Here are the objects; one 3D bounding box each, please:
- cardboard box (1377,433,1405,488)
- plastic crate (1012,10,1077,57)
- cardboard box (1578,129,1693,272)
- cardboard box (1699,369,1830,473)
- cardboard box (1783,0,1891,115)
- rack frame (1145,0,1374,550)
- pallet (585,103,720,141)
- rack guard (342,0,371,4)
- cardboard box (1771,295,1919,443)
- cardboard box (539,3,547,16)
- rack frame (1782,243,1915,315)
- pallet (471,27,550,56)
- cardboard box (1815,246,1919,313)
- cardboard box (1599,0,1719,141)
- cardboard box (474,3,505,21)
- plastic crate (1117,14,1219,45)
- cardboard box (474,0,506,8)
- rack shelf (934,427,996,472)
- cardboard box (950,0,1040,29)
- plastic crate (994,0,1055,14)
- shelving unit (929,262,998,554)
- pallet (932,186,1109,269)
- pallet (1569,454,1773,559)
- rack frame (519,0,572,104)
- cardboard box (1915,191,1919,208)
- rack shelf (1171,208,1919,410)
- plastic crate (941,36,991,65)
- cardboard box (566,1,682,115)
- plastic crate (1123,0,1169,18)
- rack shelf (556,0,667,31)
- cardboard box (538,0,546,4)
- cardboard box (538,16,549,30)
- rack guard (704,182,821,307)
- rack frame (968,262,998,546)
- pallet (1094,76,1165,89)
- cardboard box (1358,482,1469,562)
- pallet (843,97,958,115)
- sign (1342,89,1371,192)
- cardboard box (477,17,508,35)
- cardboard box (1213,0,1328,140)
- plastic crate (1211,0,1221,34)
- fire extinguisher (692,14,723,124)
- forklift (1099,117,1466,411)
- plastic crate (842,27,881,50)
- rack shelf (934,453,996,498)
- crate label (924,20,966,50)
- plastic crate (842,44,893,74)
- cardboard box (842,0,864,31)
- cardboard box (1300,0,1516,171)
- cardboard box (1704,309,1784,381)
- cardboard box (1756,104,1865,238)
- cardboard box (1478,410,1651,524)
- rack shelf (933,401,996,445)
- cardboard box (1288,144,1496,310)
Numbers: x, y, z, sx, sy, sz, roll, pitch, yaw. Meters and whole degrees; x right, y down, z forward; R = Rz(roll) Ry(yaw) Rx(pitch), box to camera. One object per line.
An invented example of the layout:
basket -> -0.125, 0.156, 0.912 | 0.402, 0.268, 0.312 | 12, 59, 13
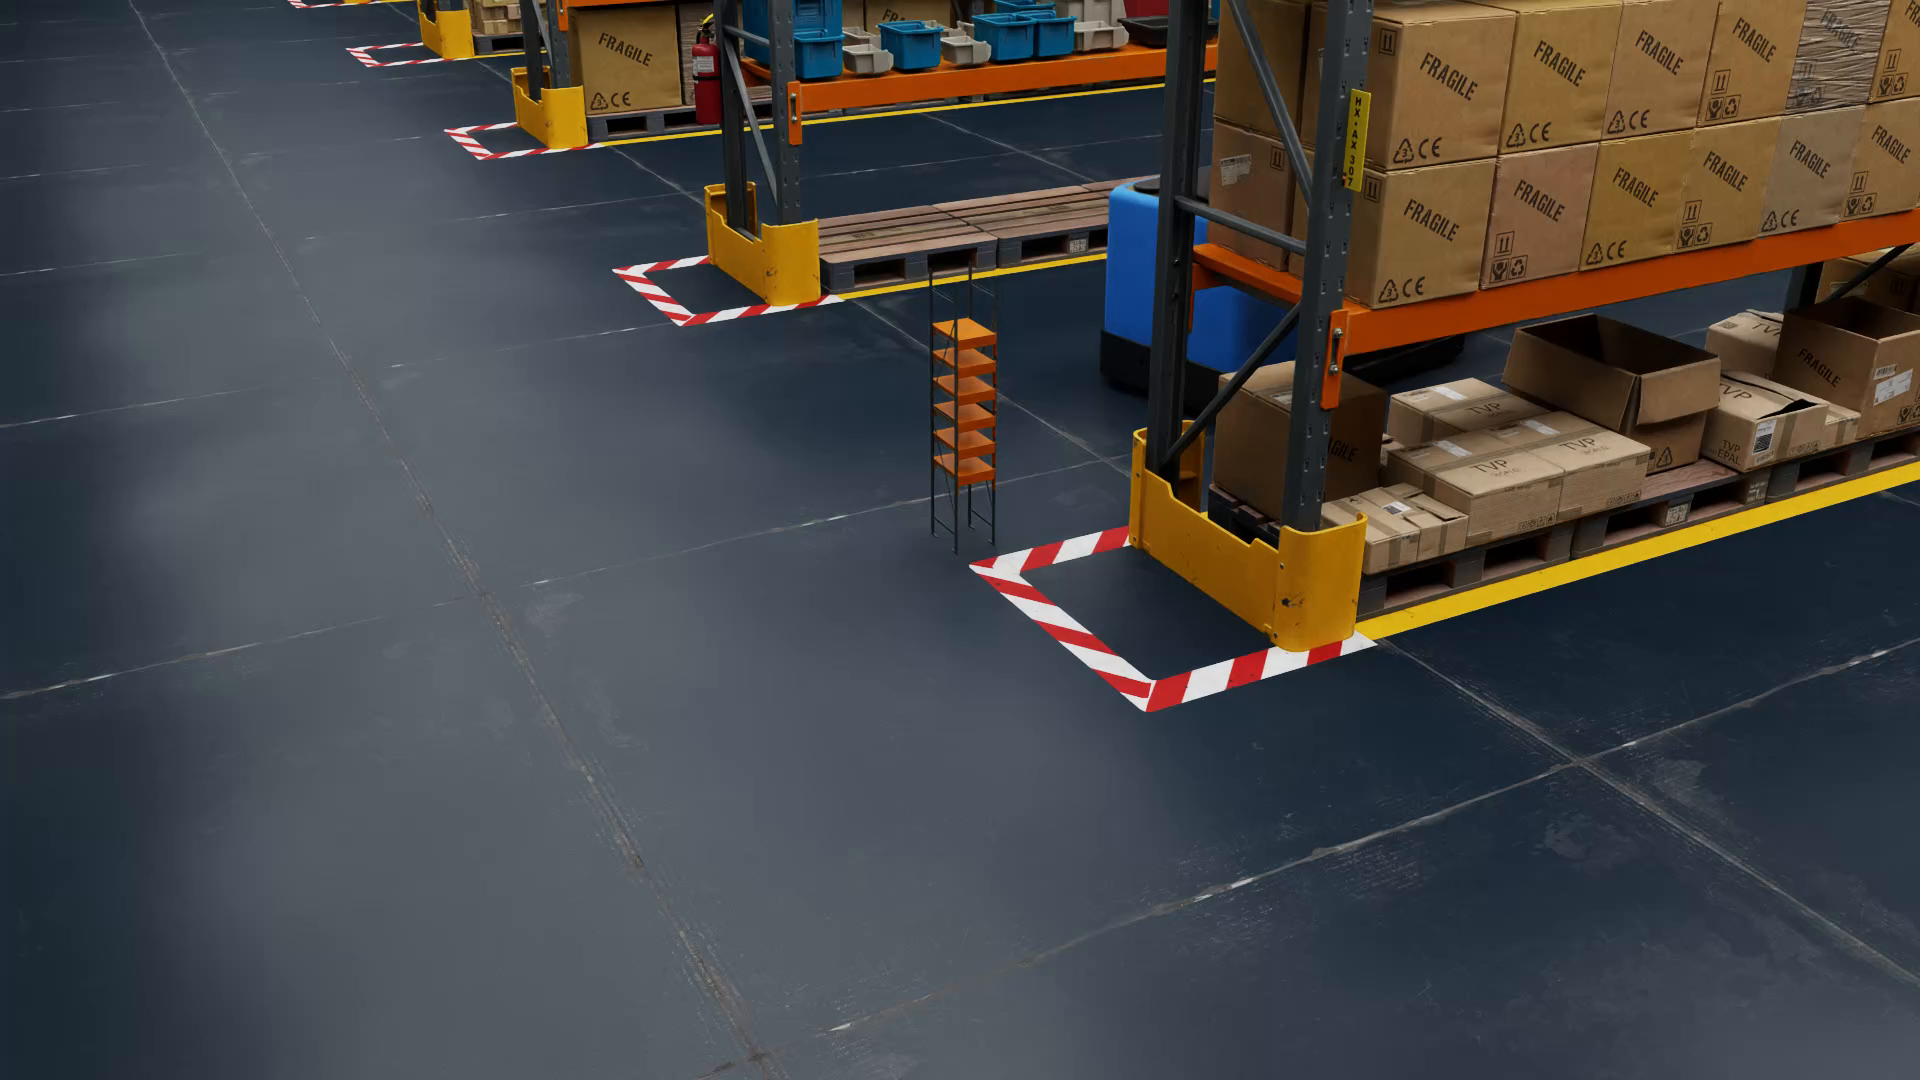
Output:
cardboard box -> 1.833, -0.329, 7.235 | 0.250, 0.166, 0.380 | -13, 29, -25
plastic crate -> 0.541, -3.253, 10.684 | 0.300, 0.233, 0.416 | -13, 29, -25
cardboard box -> 2.482, -1.398, 6.581 | 0.500, 0.500, 0.500 | -13, 29, -25
cardboard box -> 3.568, -0.579, 7.588 | 0.500, 0.311, 0.500 | -13, 29, -25
cardboard box -> 3.379, -2.056, 6.795 | 0.500, 0.500, 0.500 | -13, 28, -25
rack frame -> 1.069, -1.155, 6.190 | 0.127, 3.000, 1.000 | -13, 29, -25
pallet -> -2.920, -3.875, 15.077 | 1.213, 0.211, 1.003 | -13, 29, -25
rack guard -> -8.273, -7.592, 22.485 | 0.348, 0.500, 1.175 | -13, 29, -25
cardboard box -> 4.229, -0.817, 7.866 | 0.500, 0.500, 0.500 | -13, 29, -25
cardboard box -> -4.808, -6.019, 18.785 | 0.250, 0.149, 0.380 | -13, 28, -24
rack frame -> 4.599, -1.970, 7.887 | 0.127, 3.000, 1.000 | -13, 29, -25
pallet -> -5.033, -5.764, 19.012 | 1.213, 0.211, 1.003 | -13, 29, -25
cardboard box -> 4.899, -1.251, 8.770 | 0.500, 0.500, 0.500 | -13, 29, -25
cardboard box -> 2.486, -1.850, 6.367 | 0.500, 0.500, 0.500 | -13, 28, -24
cardboard box -> -5.251, -5.901, 18.540 | 0.250, 0.149, 0.380 | -12, 28, -23
plastic crate -> 1.410, -3.435, 11.187 | 0.590, 0.125, 0.437 | -13, 29, -25
cardboard box -> -5.212, -6.003, 18.409 | 0.250, 0.149, 0.380 | -14, 29, -27
rack shelf -> 0.013, -0.396, 7.068 | 0.180, 0.103, 0.258 | -13, 29, -25
cardboard box -> 0.496, -5.123, 16.425 | 0.875, 0.875, 1.225 | -13, 29, -25
plastic crate -> 0.433, -3.515, 11.230 | 0.300, 0.233, 0.416 | -13, 29, -25
shelving unit -> 0.013, -0.544, 6.996 | 0.189, 1.200, 0.258 | -13, 29, -25
pallet -> 0.563, -2.190, 11.568 | 1.213, 0.211, 1.003 | -13, 29, -25
pallet -> 2.914, -0.323, 7.679 | 1.213, 0.211, 1.003 | -13, 29, -25
rack frame -> -3.589, -4.939, 14.072 | 0.127, 3.000, 1.000 | -13, 29, -25
cardboard box -> 4.278, -1.815, 7.449 | 0.500, 0.500, 0.500 | -12, 28, -24
rack shelf -> 2.834, -1.238, 7.194 | 4.000, 0.370, 1.077 | -13, 29, -25
plastic crate -> 0.035, -3.052, 10.377 | 0.298, 0.136, 0.250 | -13, 29, -25
cardboard box -> -3.062, -4.332, 14.776 | 0.875, 0.875, 0.875 | -13, 29, -25
plastic crate -> 1.365, -3.832, 11.623 | 0.583, 0.464, 0.402 | -13, 29, -25
rack shelf -> -1.824, -5.022, 15.076 | 4.000, 0.370, 1.077 | -13, 29, -25
cardboard box -> -4.742, -6.108, 18.627 | 0.250, 0.149, 0.380 | -13, 29, -25
cardboard box -> -4.813, -5.880, 18.841 | 0.250, 0.149, 0.380 | -13, 28, -25
rack guard -> -1.273, -1.911, 10.652 | 0.348, 0.500, 1.175 | -13, 29, -25
rack frame -> 0.094, -0.562, 7.035 | 0.006, 1.200, 0.240 | -13, 29, -25
pallet -> 1.664, -4.933, 17.280 | 1.213, 0.211, 1.003 | -13, 29, -25
cardboard box -> 1.821, -0.081, 6.719 | 0.250, 0.166, 0.380 | -13, 29, -25
pallet -> -0.767, -4.372, 16.112 | 1.213, 0.211, 1.003 | -13, 29, -25
sign -> 1.325, -1.338, 5.571 | 0.005, 0.325, 0.100 | -13, 29, -25
cardboard box -> -5.221, -5.743, 18.554 | 0.250, 0.149, 0.380 | -12, 28, -24
cardboard box -> 1.333, -1.847, 6.360 | 0.500, 0.500, 0.500 | -13, 29, -26
plastic crate -> 2.020, -3.657, 11.350 | 0.575, 0.384, 0.392 | -13, 29, -25
fire extinguisher -> -1.605, -2.987, 10.527 | 0.183, 0.674, 0.296 | -13, 29, -25
forklift -> 2.204, -2.426, 8.916 | 3.031, 2.935, 1.130 | -20, 32, -36
plastic crate -> -0.624, -3.191, 10.666 | 0.243, 0.136, 0.396 | -13, 29, -25
rack shelf -> 0.013, -0.287, 7.120 | 0.180, 0.103, 0.258 | -13, 29, -25
crate label -> -0.127, -3.311, 10.915 | 0.243, 0.136, 0.396 | -13, 29, -25
plastic crate -> -0.564, -2.914, 10.089 | 0.298, 0.136, 0.250 | -13, 29, -25
cardboard box -> -1.474, -4.698, 15.539 | 0.875, 0.875, 0.875 | -13, 29, -25
cardboard box -> 1.585, -1.641, 5.931 | 0.500, 0.500, 0.500 | -12, 28, -24
cardboard box -> 4.127, -0.953, 8.368 | 0.500, 0.311, 0.500 | -13, 29, -25
cardboard box -> 3.372, -1.604, 7.010 | 0.500, 0.500, 0.500 | -12, 28, -24
cardboard box -> 2.565, -0.320, 7.119 | 0.500, 0.250, 0.500 | -13, 29, -25
rack shelf -> 0.013, -0.504, 7.016 | 0.180, 0.103, 0.258 | -13, 29, -25
cardboard box -> 1.585, -1.190, 6.147 | 0.500, 0.500, 0.500 | -12, 28, -24
